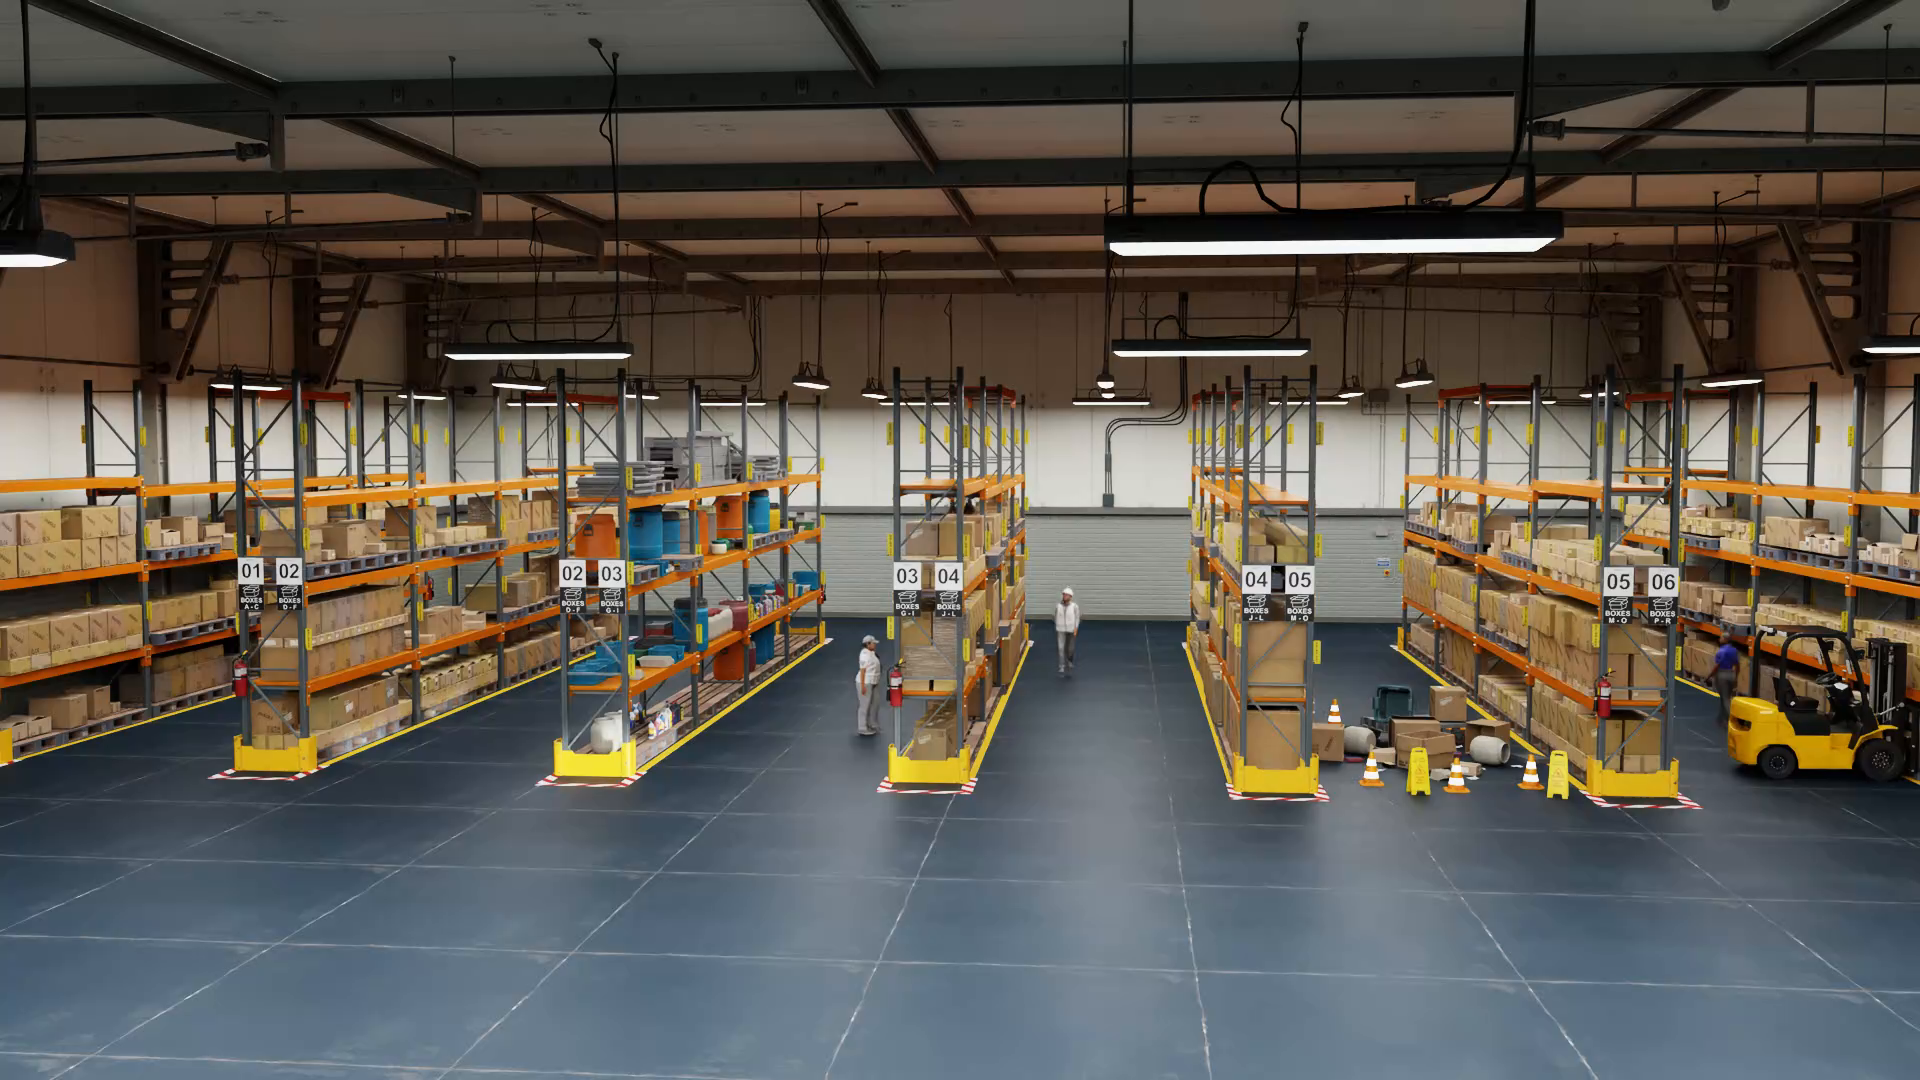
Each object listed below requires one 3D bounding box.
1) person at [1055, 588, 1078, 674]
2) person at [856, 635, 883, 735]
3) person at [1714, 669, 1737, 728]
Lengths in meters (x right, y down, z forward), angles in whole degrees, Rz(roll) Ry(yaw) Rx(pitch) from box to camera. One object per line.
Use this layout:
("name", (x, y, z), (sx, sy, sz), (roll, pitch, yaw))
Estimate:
("person", (2.173, 1.861, 34.173), (0.467, 1.726, 1.015), (0, 4, 3))
("person", (-1.536, 2.459, 28.019), (0.417, 1.710, 0.548), (1, 4, 16))
("person", (13.109, 2.715, 28.578), (0.372, 1.013, 0.817), (0, 4, -6))
